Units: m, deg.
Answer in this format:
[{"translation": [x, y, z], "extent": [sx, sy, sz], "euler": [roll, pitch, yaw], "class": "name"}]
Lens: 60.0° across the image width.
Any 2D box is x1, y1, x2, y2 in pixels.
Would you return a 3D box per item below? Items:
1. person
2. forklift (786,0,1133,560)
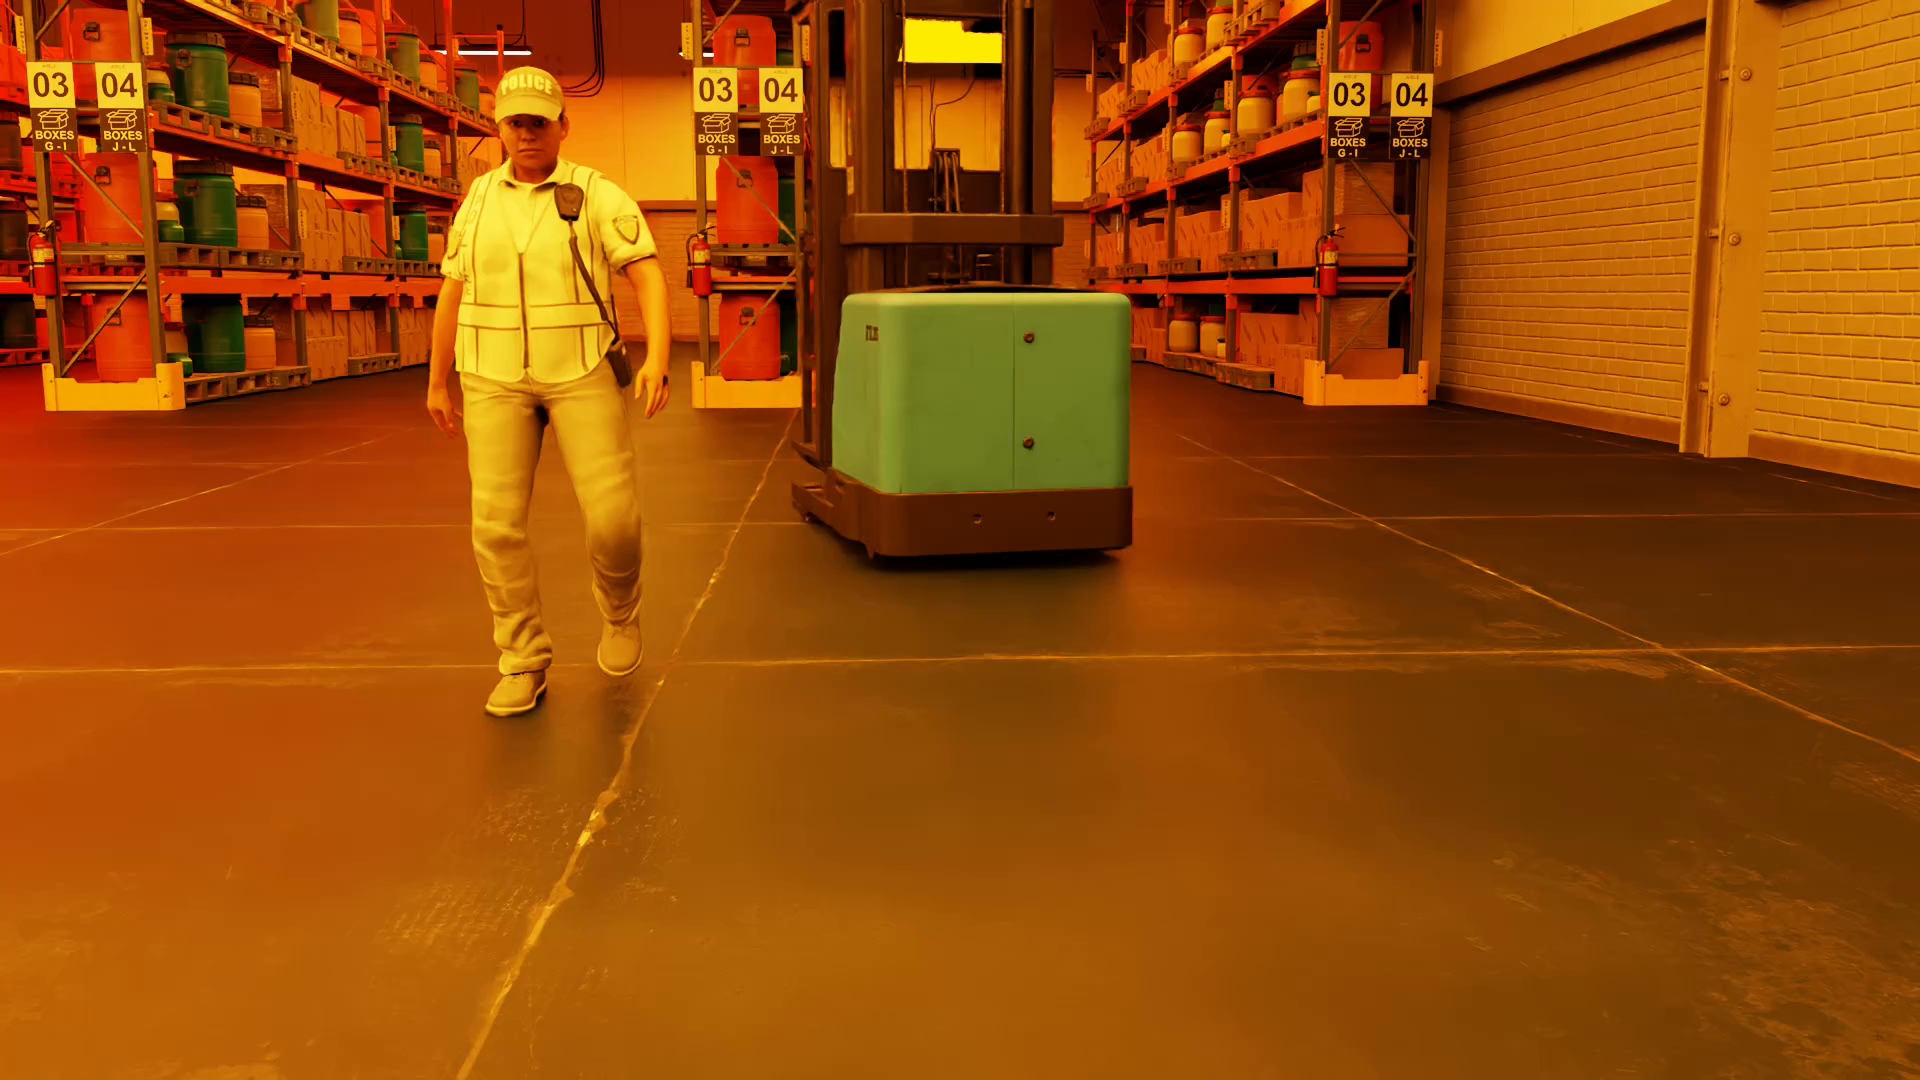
[{"translation": [-1.085, -0.394, 4.387], "extent": [0.689, 1.646, 0.508], "euler": [0, 8, -2], "class": "person"}, {"translation": [-0.190, -1.546, 7.743], "extent": [1.130, 2.935, 3.031], "euler": [-2, 9, -15], "class": "forklift"}]
